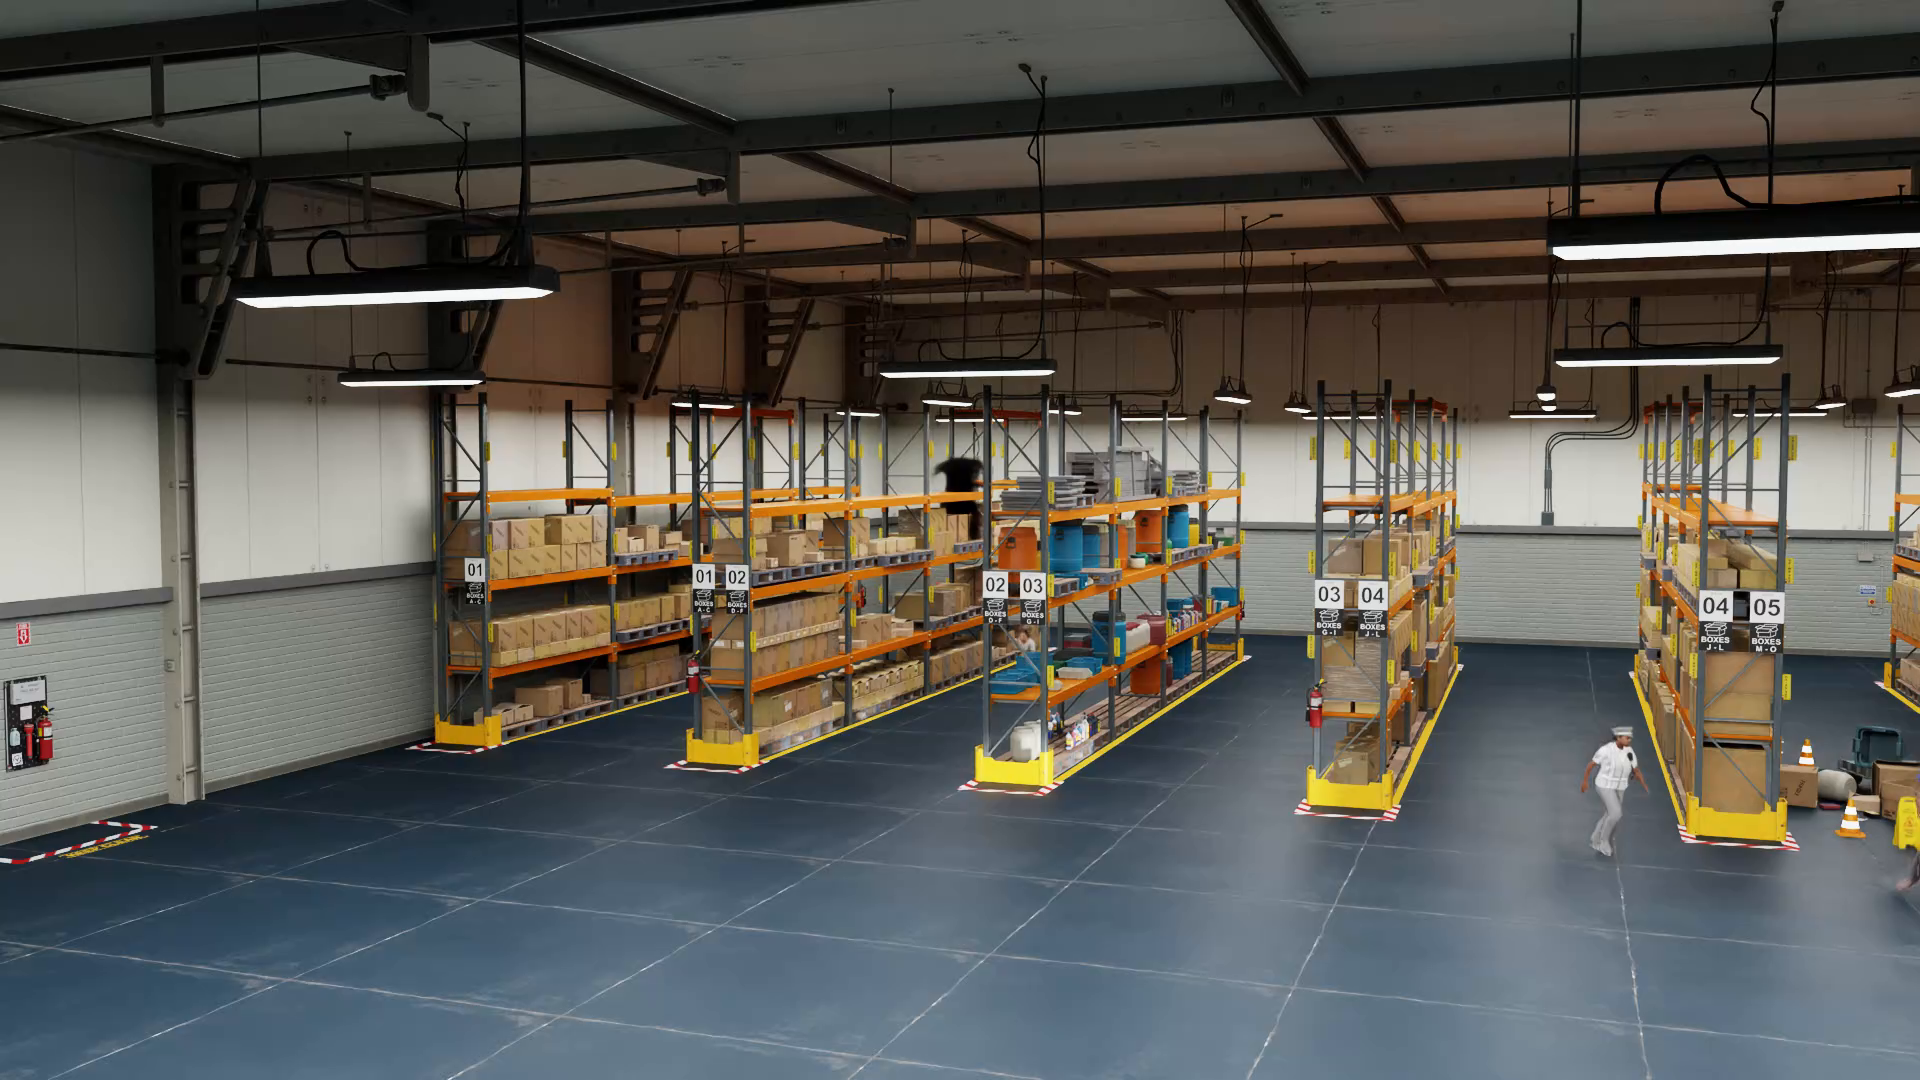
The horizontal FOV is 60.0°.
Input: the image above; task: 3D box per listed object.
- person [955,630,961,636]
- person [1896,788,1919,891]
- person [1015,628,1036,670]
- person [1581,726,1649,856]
[{"bbox_3d":[-0.242,1.868,43.561,1.004,1.722,0.712,1,3,21],"label":"person"},{"bbox_3d":[10.961,3.197,18.633,0.708,1.634,0.579,0,3,2],"label":"person"},{"bbox_3d":[1.350,2.475,33.752,0.574,1.435,0.942,2,4,31],"label":"person"},{"bbox_3d":[8.107,3.083,20.547,0.557,1.617,0.785,-1,3,-20],"label":"person"}]
